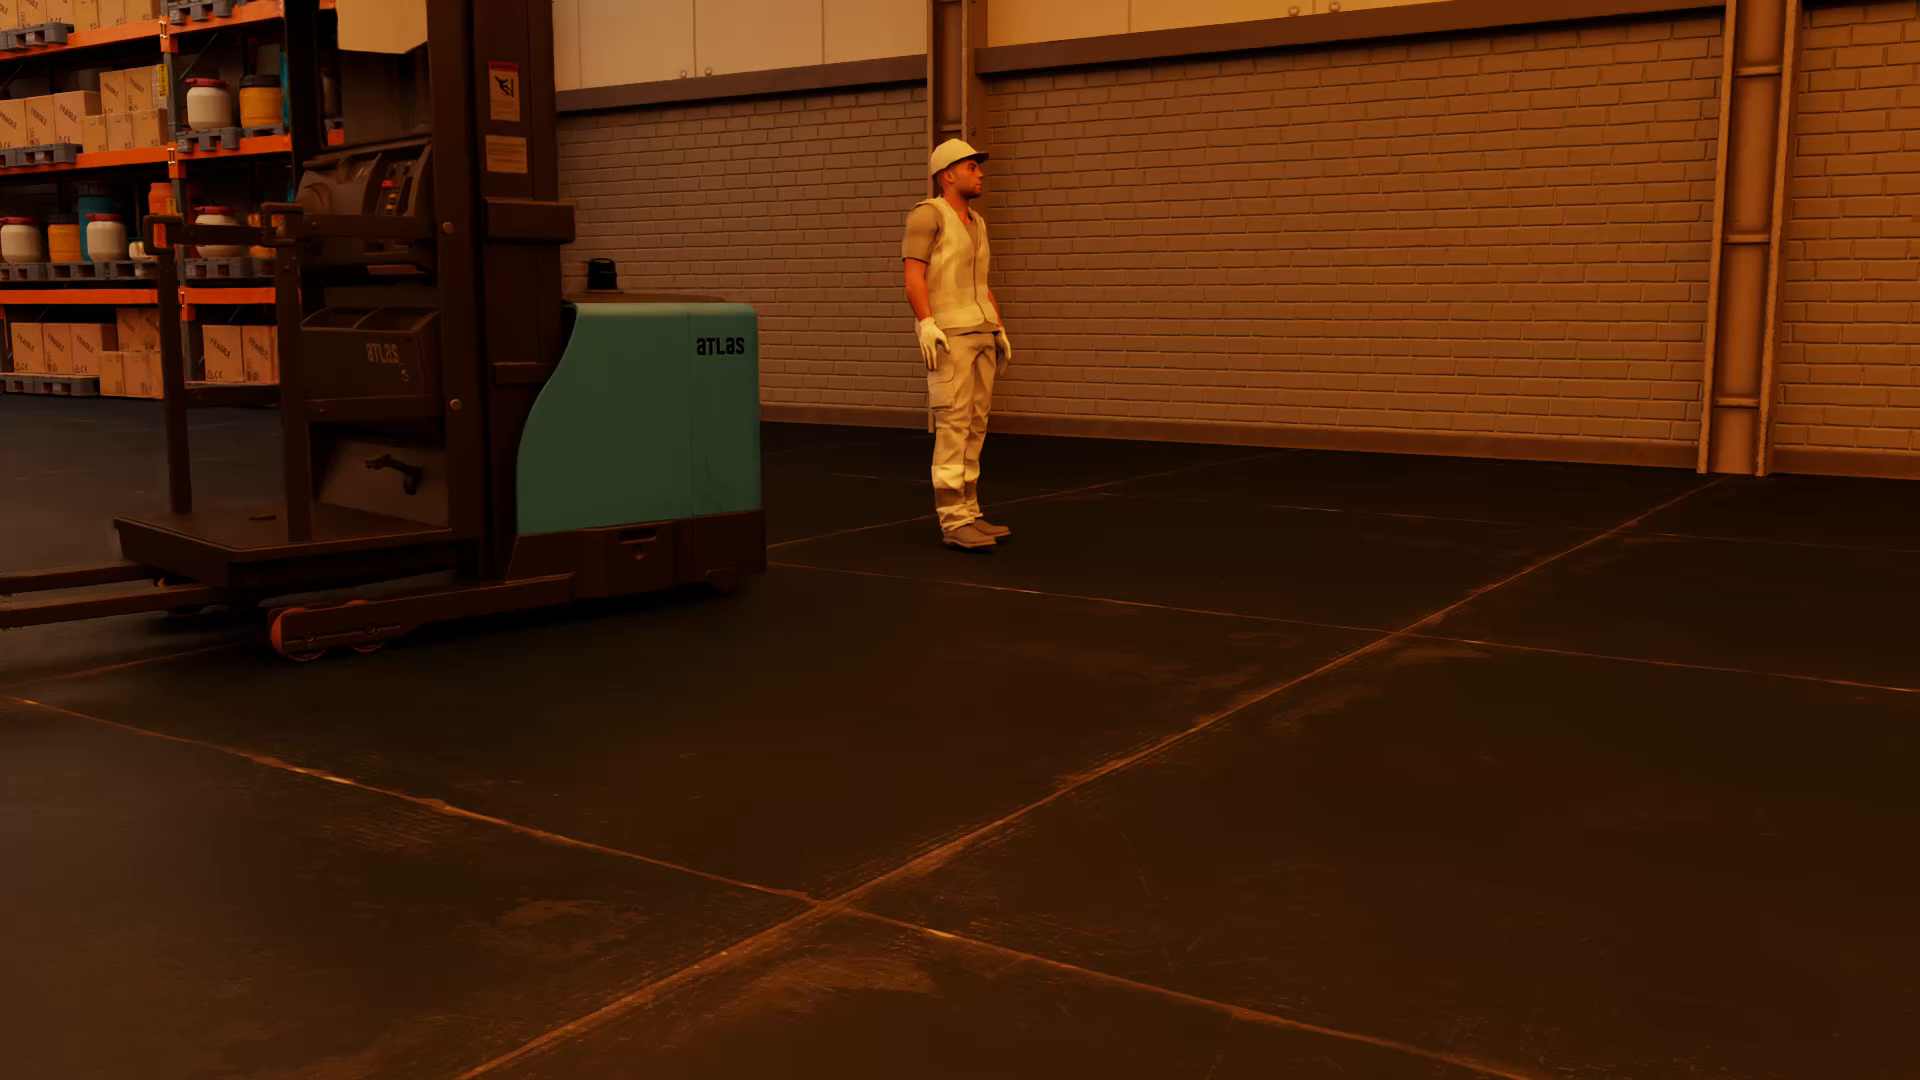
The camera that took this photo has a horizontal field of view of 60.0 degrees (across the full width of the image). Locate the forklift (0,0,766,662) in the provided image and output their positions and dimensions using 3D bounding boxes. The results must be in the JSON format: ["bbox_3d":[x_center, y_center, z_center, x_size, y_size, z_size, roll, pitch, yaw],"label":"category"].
[{"bbox_3d":[-2.139,-1.165,5.387,3.031,2.935,1.130,-8,11,-43],"label":"forklift"}]

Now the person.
[{"bbox_3d":[0.060,-0.885,7.422,0.562,1.790,0.637,5,10,34],"label":"person"}]
